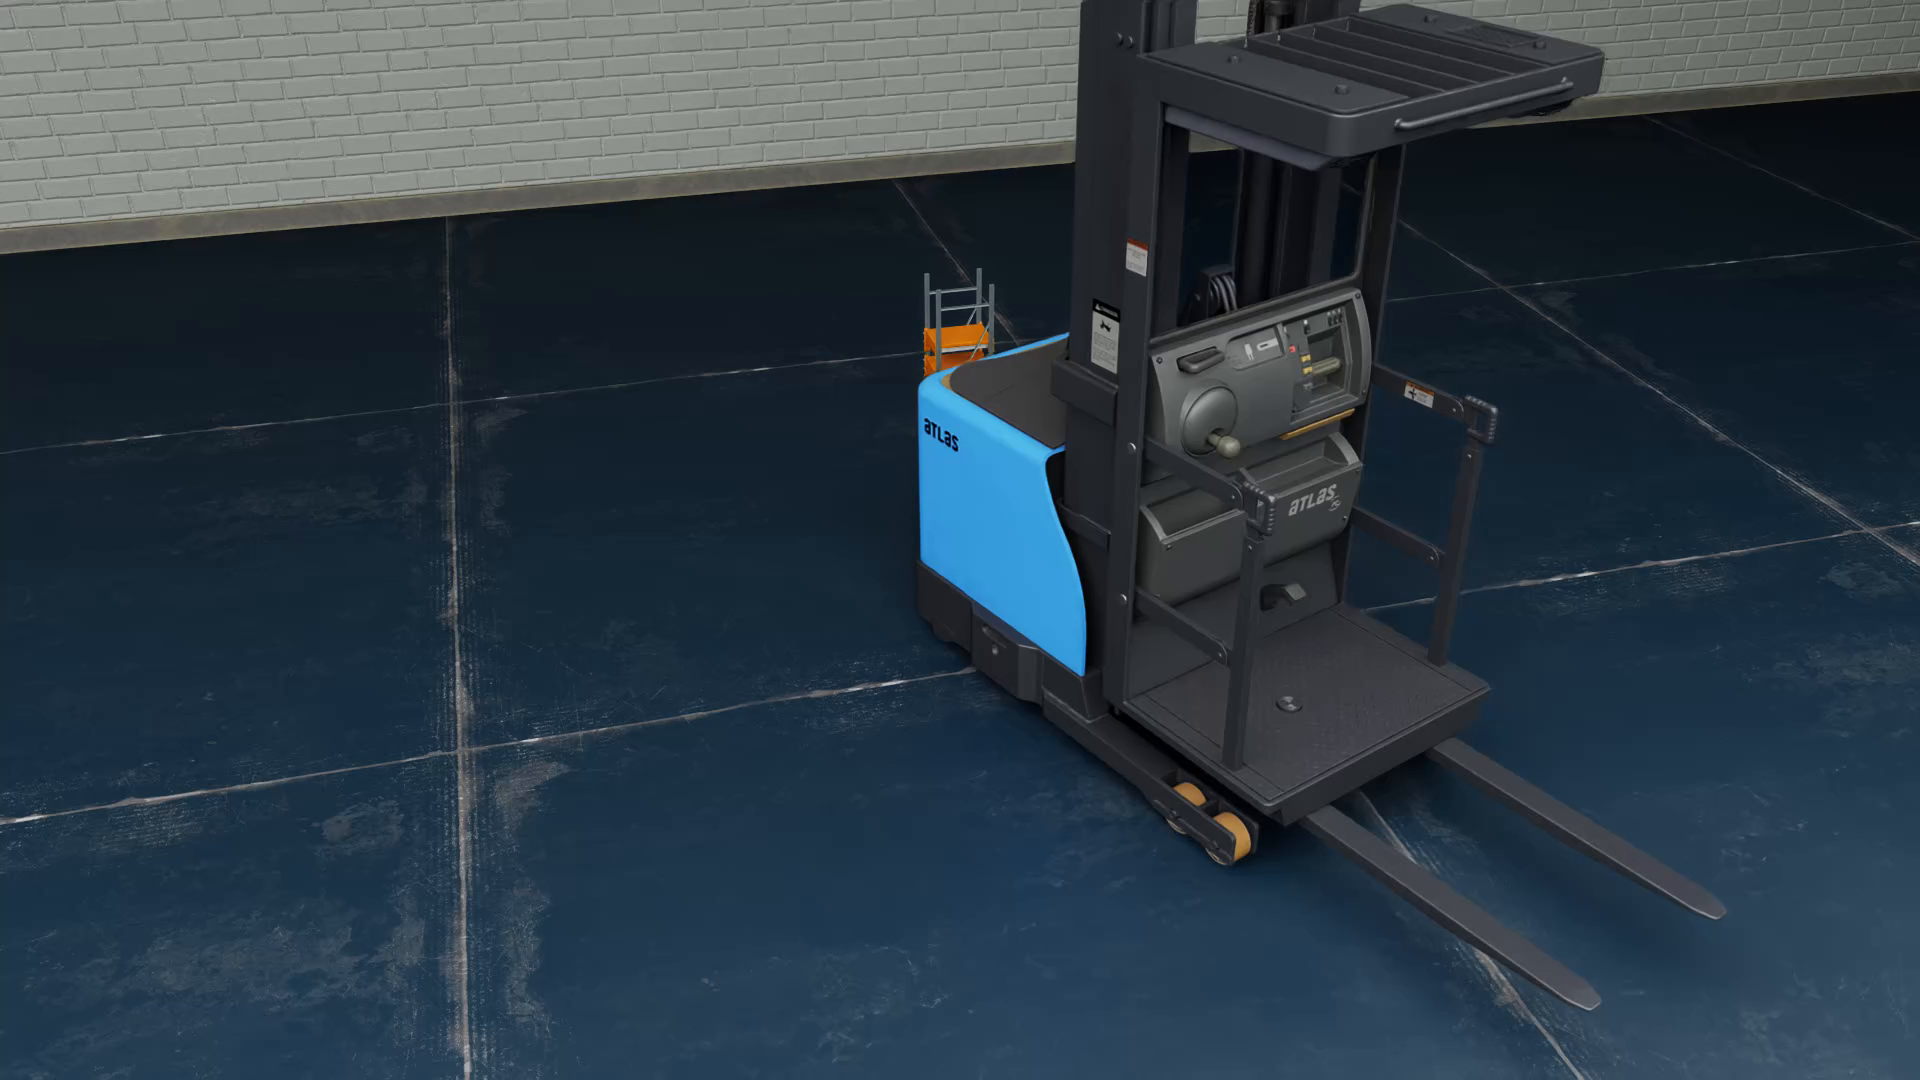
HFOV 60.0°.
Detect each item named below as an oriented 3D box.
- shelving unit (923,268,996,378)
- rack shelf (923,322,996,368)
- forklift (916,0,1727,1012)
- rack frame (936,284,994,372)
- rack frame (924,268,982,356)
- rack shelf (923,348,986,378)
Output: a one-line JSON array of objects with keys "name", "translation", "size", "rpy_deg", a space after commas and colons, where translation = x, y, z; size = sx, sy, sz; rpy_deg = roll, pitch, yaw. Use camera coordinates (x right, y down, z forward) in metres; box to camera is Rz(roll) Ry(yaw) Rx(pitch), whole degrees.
[{"name": "shelving unit", "translation": [-0.004, -0.526, 6.962], "size": [0.258, 1.200, 0.189], "rpy_deg": [-8, 31, -13]}, {"name": "rack shelf", "translation": [-0.004, -0.799, 6.803], "size": [0.258, 0.103, 0.180], "rpy_deg": [-8, 31, -13]}, {"name": "forklift", "translation": [1.104, -0.490, 5.171], "size": [1.130, 2.935, 3.031], "rpy_deg": [-20, 36, -31]}, {"name": "rack frame", "translation": [0.020, -0.482, 6.885], "size": [0.240, 1.200, 0.006], "rpy_deg": [-8, 31, -13]}, {"name": "rack frame", "translation": [-0.028, -0.570, 7.038], "size": [0.240, 1.200, 0.006], "rpy_deg": [-8, 31, -13]}, {"name": "rack shelf", "translation": [-0.004, -0.696, 6.864], "size": [0.258, 0.103, 0.180], "rpy_deg": [-8, 31, -13]}]
